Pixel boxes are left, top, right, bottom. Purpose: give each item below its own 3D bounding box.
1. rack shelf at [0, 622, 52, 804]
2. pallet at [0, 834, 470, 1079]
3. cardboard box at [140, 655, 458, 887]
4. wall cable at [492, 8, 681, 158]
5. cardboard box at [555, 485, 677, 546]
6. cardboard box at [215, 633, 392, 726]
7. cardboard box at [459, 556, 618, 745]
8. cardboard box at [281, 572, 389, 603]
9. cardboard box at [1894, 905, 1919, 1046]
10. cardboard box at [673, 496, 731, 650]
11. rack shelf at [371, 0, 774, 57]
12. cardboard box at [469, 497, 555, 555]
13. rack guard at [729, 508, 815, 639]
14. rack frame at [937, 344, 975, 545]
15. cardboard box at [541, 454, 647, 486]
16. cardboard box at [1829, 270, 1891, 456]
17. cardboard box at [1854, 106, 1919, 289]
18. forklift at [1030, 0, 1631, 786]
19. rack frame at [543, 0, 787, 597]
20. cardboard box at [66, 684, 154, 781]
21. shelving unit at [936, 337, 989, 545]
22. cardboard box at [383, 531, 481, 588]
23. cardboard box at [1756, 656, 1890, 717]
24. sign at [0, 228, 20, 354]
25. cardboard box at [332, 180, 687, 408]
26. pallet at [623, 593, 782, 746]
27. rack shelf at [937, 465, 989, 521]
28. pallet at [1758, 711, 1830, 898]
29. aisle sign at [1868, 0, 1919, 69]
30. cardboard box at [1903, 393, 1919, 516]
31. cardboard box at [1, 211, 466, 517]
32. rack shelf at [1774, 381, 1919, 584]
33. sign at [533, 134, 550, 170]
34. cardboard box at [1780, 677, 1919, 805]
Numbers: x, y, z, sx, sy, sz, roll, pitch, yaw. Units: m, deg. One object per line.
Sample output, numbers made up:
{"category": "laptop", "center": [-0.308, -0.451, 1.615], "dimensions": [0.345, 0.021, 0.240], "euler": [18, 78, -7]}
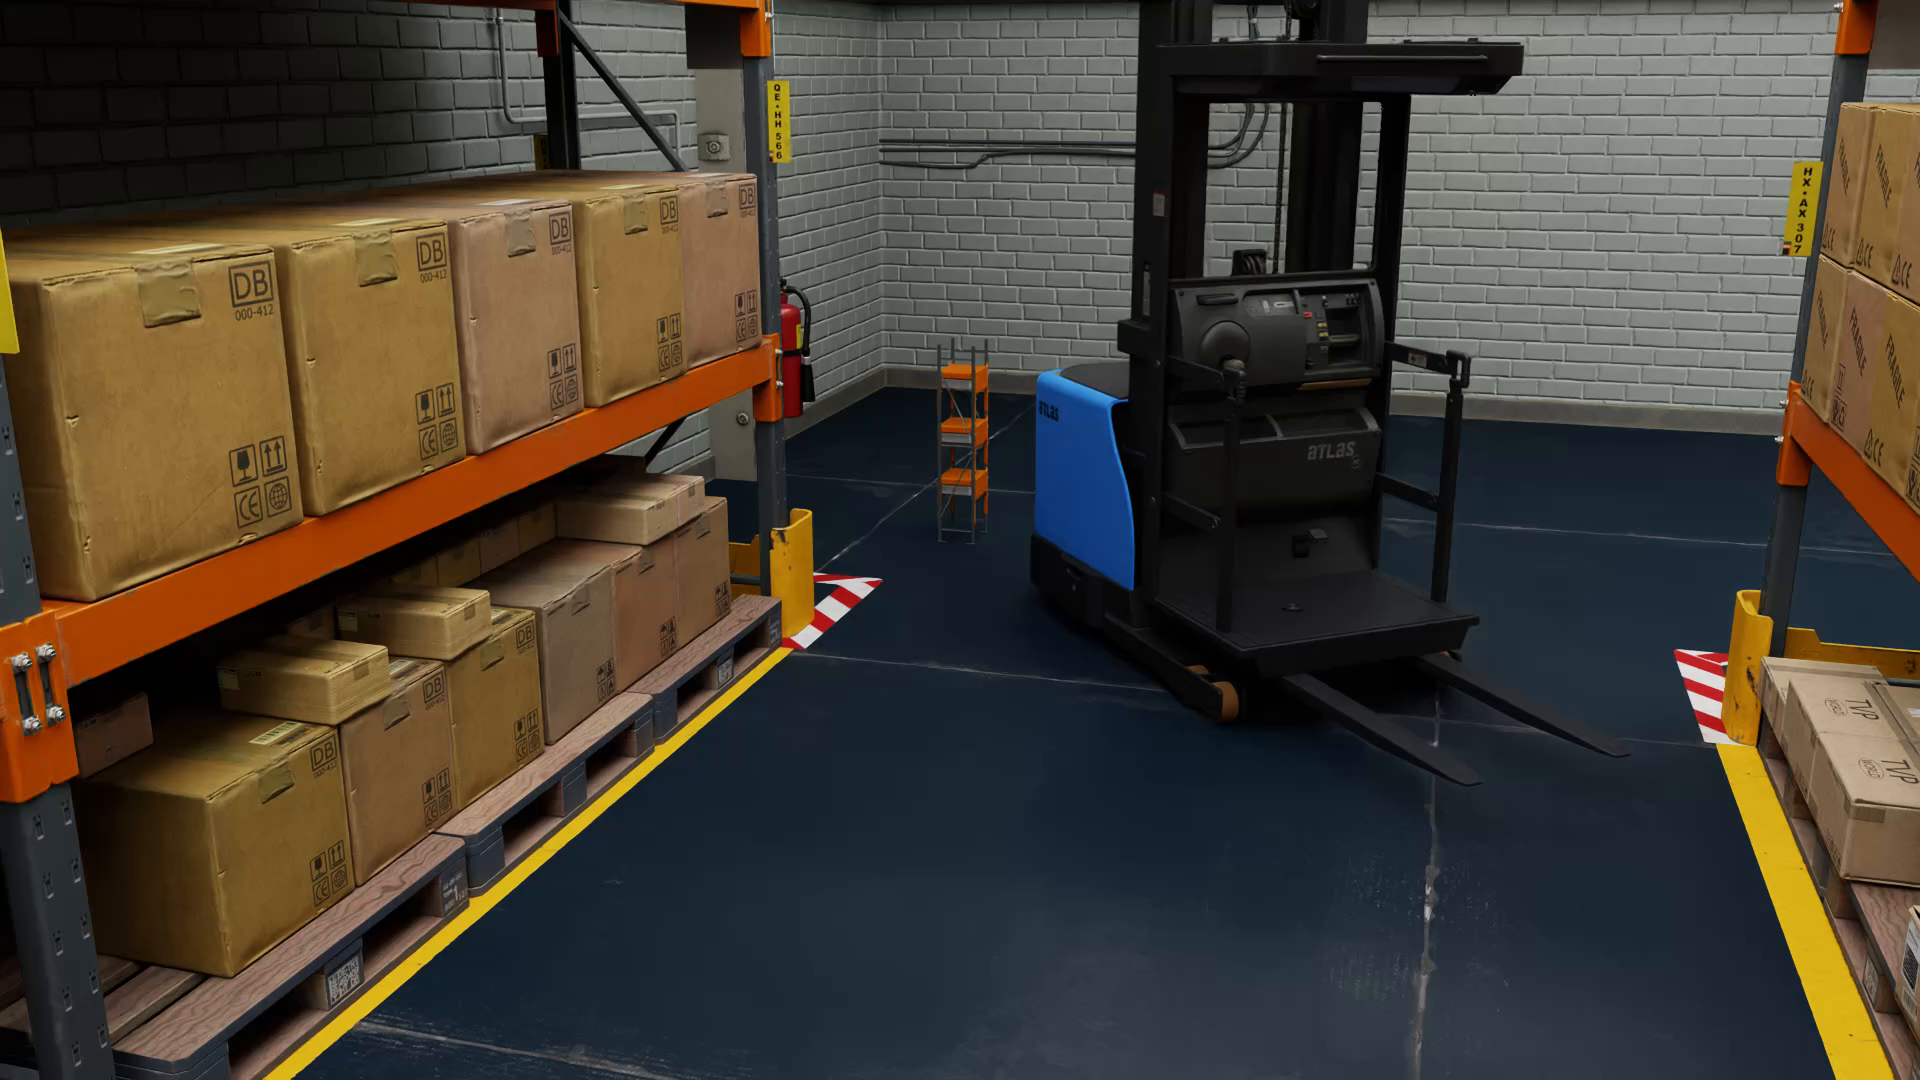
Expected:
{"category": "rack shelf", "center": [-2.966, 0.826, 1.738], "dimensions": [1.077, 0.370, 4.000], "euler": [5, 16, 16]}
{"category": "pallet", "center": [-2.107, 1.106, 4.545], "dimensions": [1.003, 0.211, 1.213], "euler": [5, 16, 16]}
{"category": "cardboard box", "center": [-1.941, 0.639, 4.892], "dimensions": [0.700, 0.500, 0.500], "euler": [4, 16, 15]}
{"category": "wall cable", "center": [-1.804, -1.987, 8.475], "dimensions": [0.084, 1.984, 1.851], "euler": [5, 16, 16]}
{"category": "cardboard box", "center": [-1.298, -0.096, 6.292], "dimensions": [0.380, 0.149, 0.250], "euler": [5, 17, 17]}
{"category": "cardboard box", "center": [-1.815, 0.382, 4.607], "dimensions": [0.380, 0.149, 0.250], "euler": [5, 17, 18]}
{"category": "cardboard box", "center": [-1.649, 0.364, 5.859], "dimensions": [0.700, 0.500, 0.500], "euler": [4, 16, 14]}
{"category": "cardboard box", "center": [-2.024, 0.207, 5.224], "dimensions": [0.380, 0.149, 0.250], "euler": [5, 17, 16]}
{"category": "cardboard box", "center": [2.456, 1.055, 3.735], "dimensions": [0.500, 0.311, 0.500], "euler": [5, 16, 16]}
{"category": "cardboard box", "center": [-1.364, 0.102, 6.784], "dimensions": [0.700, 0.500, 0.500], "euler": [5, 16, 16]}
{"category": "rack shelf", "center": [-1.830, -1.663, 5.018], "dimensions": [1.077, 0.370, 4.000], "euler": [5, 16, 16]}
{"category": "cardboard box", "center": [-1.735, -0.060, 6.168], "dimensions": [0.380, 0.149, 0.250], "euler": [5, 17, 16]}
{"category": "rack guard", "center": [-1.254, 0.107, 7.537], "dimensions": [1.175, 0.500, 0.348], "euler": [5, 16, 16]}
{"category": "rack frame", "center": [-0.019, -0.487, 8.623], "dimensions": [0.200, 1.050, 0.008], "euler": [5, 16, 16]}
{"category": "cardboard box", "center": [-1.520, -0.258, 6.866], "dimensions": [0.380, 0.149, 0.250], "euler": [5, 17, 16]}
{"category": "cardboard box", "center": [2.969, -0.523, 4.995], "dimensions": [0.500, 0.500, 0.500], "euler": [4, 16, 15]}
{"category": "cardboard box", "center": [2.969, -1.003, 4.851], "dimensions": [0.500, 0.500, 0.500], "euler": [5, 17, 16]}
{"category": "forklift", "center": [1.354, -0.836, 6.405], "dimensions": [1.130, 2.935, 3.031], "euler": [-6, 17, -21]}
{"category": "rack frame", "center": [-1.261, -1.090, 7.174], "dimensions": [1.000, 3.000, 0.127], "euler": [5, 16, 16]}
{"category": "cardboard box", "center": [-2.319, 0.480, 4.262], "dimensions": [0.380, 0.149, 0.250], "euler": [5, 16, 16]}
{"category": "shelving unit", "center": [0.015, -0.519, 8.735], "dimensions": [0.215, 1.050, 0.252], "euler": [5, 16, 16]}
{"category": "cardboard box", "center": [-1.879, 0.073, 5.696], "dimensions": [0.380, 0.149, 0.250], "euler": [5, 17, 16]}
{"category": "cardboard box", "center": [3.041, 0.536, 5.860], "dimensions": [0.380, 0.149, 0.250], "euler": [5, 16, 16]}
{"category": "sign", "center": [-1.875, -0.522, 3.198], "dimensions": [0.100, 0.325, 0.005], "euler": [5, 16, 16]}
{"category": "cardboard box", "center": [-1.593, -0.908, 5.985], "dimensions": [0.980, 0.700, 0.700], "euler": [4, 16, 15]}
{"category": "pallet", "center": [-1.413, 0.467, 6.795], "dimensions": [1.003, 0.211, 1.213], "euler": [5, 16, 16]}
{"category": "rack shelf", "center": [0.015, -0.242, 8.814], "dimensions": [0.215, 0.259, 0.240], "euler": [5, 16, 16]}
{"category": "pallet", "center": [3.242, 0.864, 5.398], "dimensions": [1.003, 0.211, 1.213], "euler": [5, 16, 16]}
{"category": "aisle sign", "center": [3.227, -1.998, 5.611], "dimensions": [0.394, 0.787, 0.004], "euler": [5, 16, 16]}
{"category": "cardboard box", "center": [2.680, -0.262, 4.072], "dimensions": [0.500, 0.500, 0.500], "euler": [5, 17, 17]}
{"category": "cardboard box", "center": [-2.015, -0.519, 4.611], "dimensions": [0.980, 0.700, 0.700], "euler": [4, 16, 14]}
{"category": "rack shelf", "center": [2.921, 0.163, 4.076], "dimensions": [1.077, 0.370, 4.000], "euler": [5, 16, 16]}
{"category": "sign", "center": [-1.792, -1.589, 7.202], "dimensions": [0.100, 0.325, 0.005], "euler": [5, 16, 16]}
{"category": "cardboard box", "center": [2.921, 0.656, 5.253], "dimensions": [0.500, 0.250, 0.500], "euler": [5, 16, 16]}
